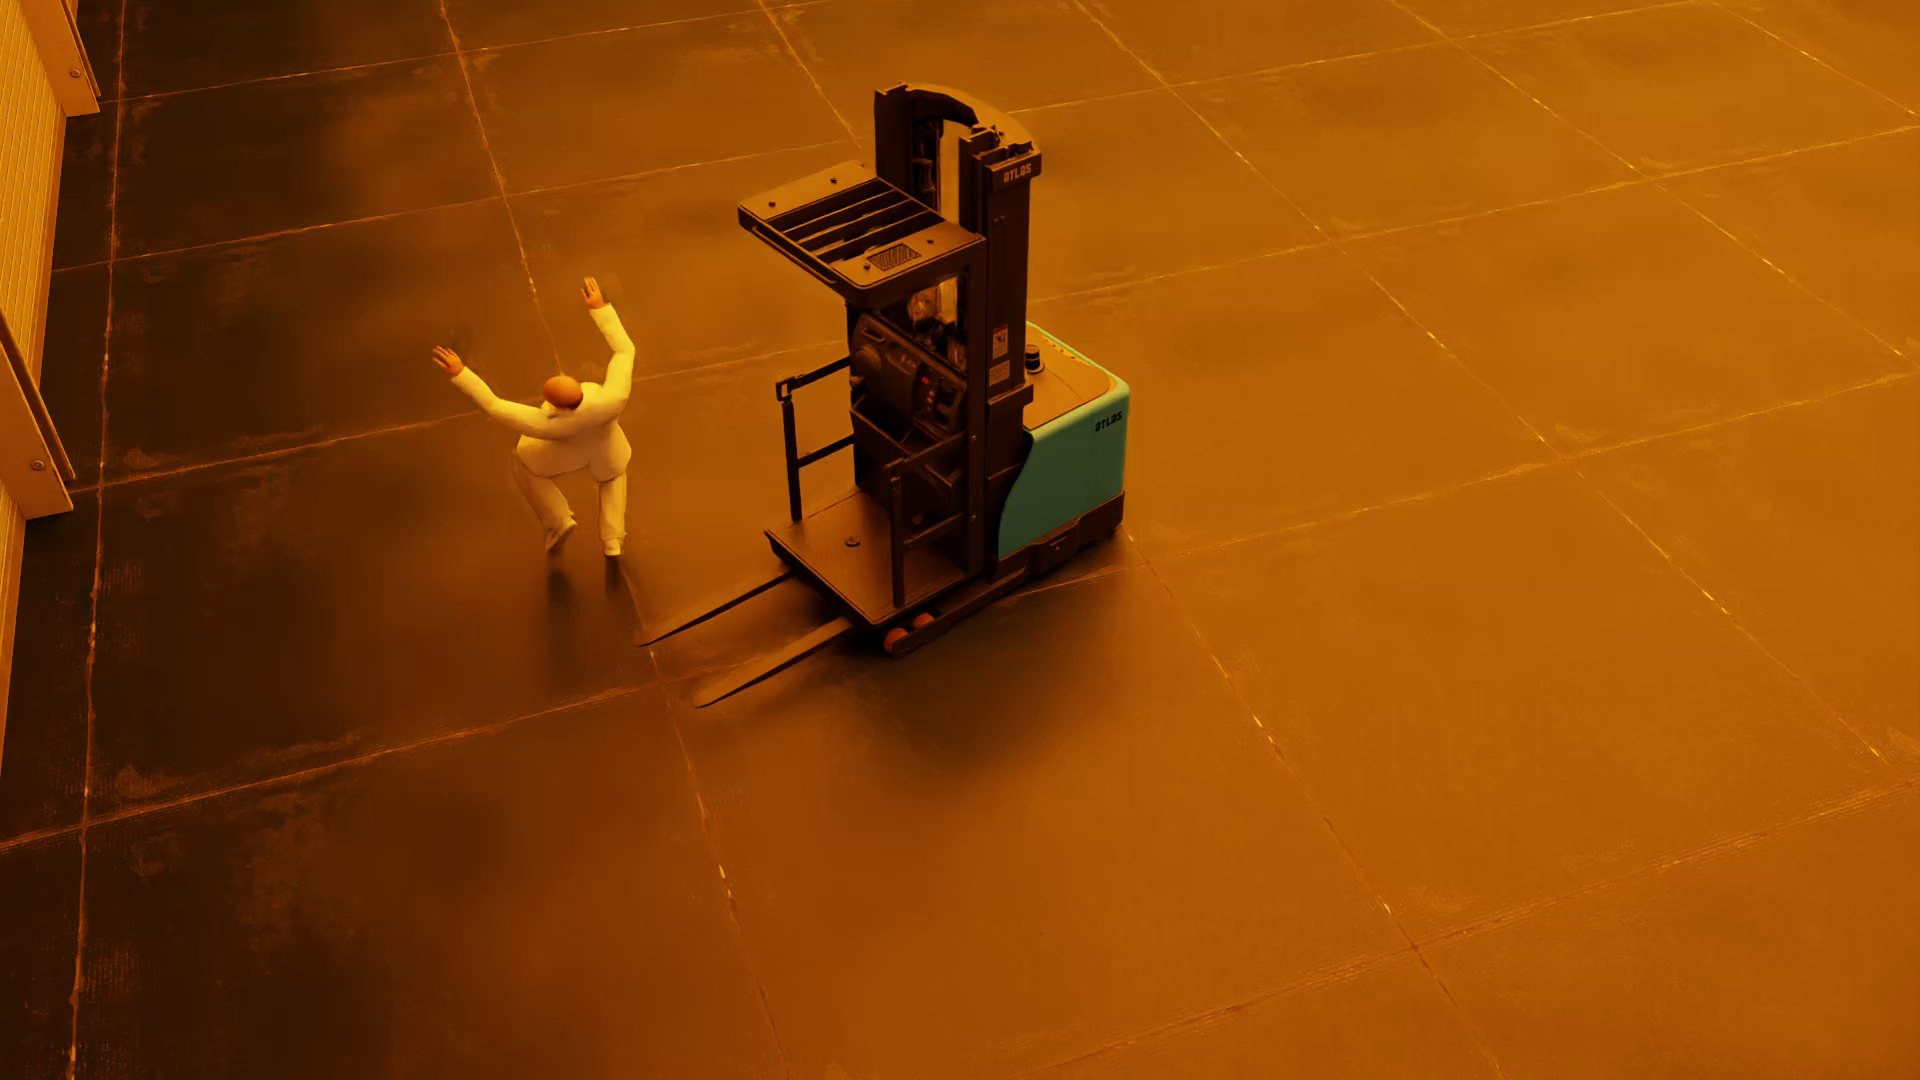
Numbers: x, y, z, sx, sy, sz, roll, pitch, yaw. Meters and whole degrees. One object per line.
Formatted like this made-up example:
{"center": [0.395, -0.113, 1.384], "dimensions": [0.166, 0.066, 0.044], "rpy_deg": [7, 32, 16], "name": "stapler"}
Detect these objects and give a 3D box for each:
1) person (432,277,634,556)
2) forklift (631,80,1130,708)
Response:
{"center": [-2.346, -0.577, 9.569], "dimensions": [1.087, 1.732, 0.804], "rpy_deg": [-15, 42, -17], "name": "person"}
{"center": [-0.451, -0.840, 8.996], "dimensions": [3.031, 2.935, 1.130], "rpy_deg": [-28, 47, -29], "name": "forklift"}
